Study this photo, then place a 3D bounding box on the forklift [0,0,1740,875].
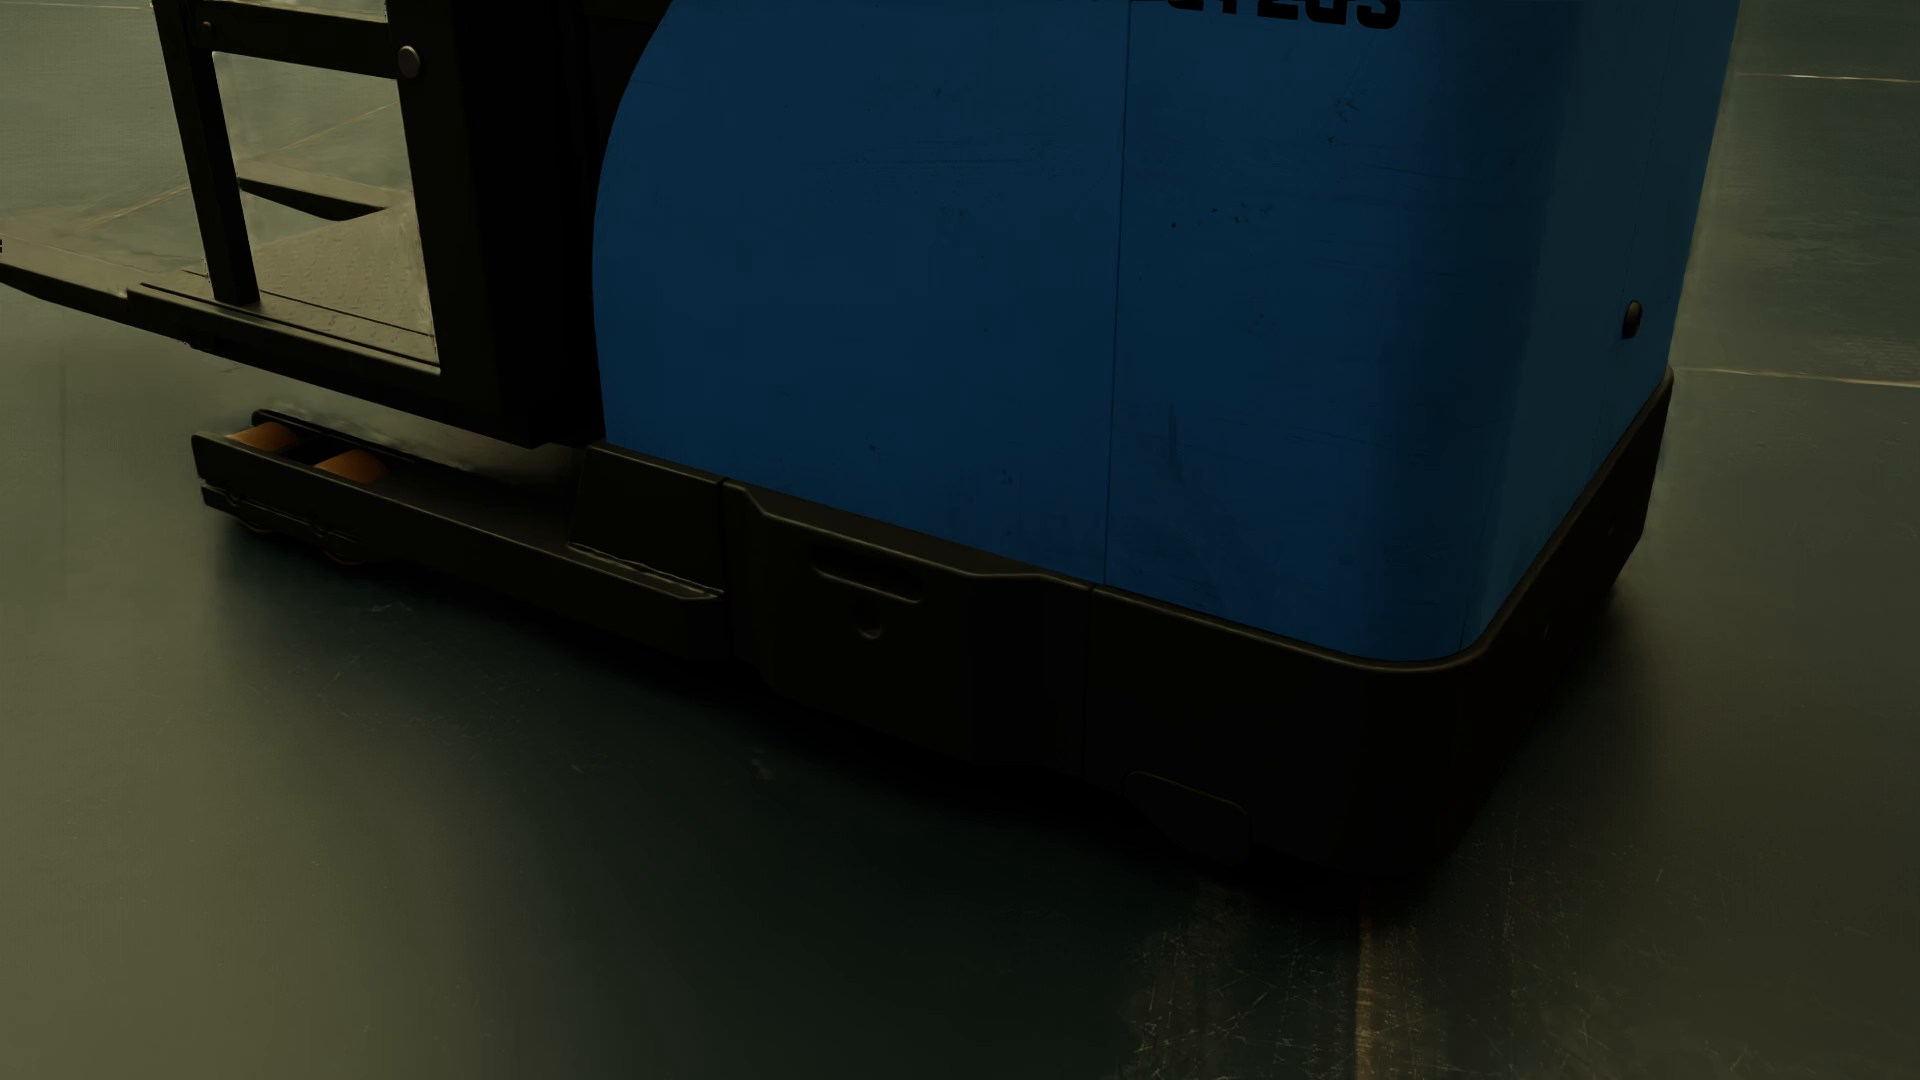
[{"bbox_3d":[-0.544,-1.453,2.127,3.031,2.935,1.130,16,31,29],"label":"forklift"}]
